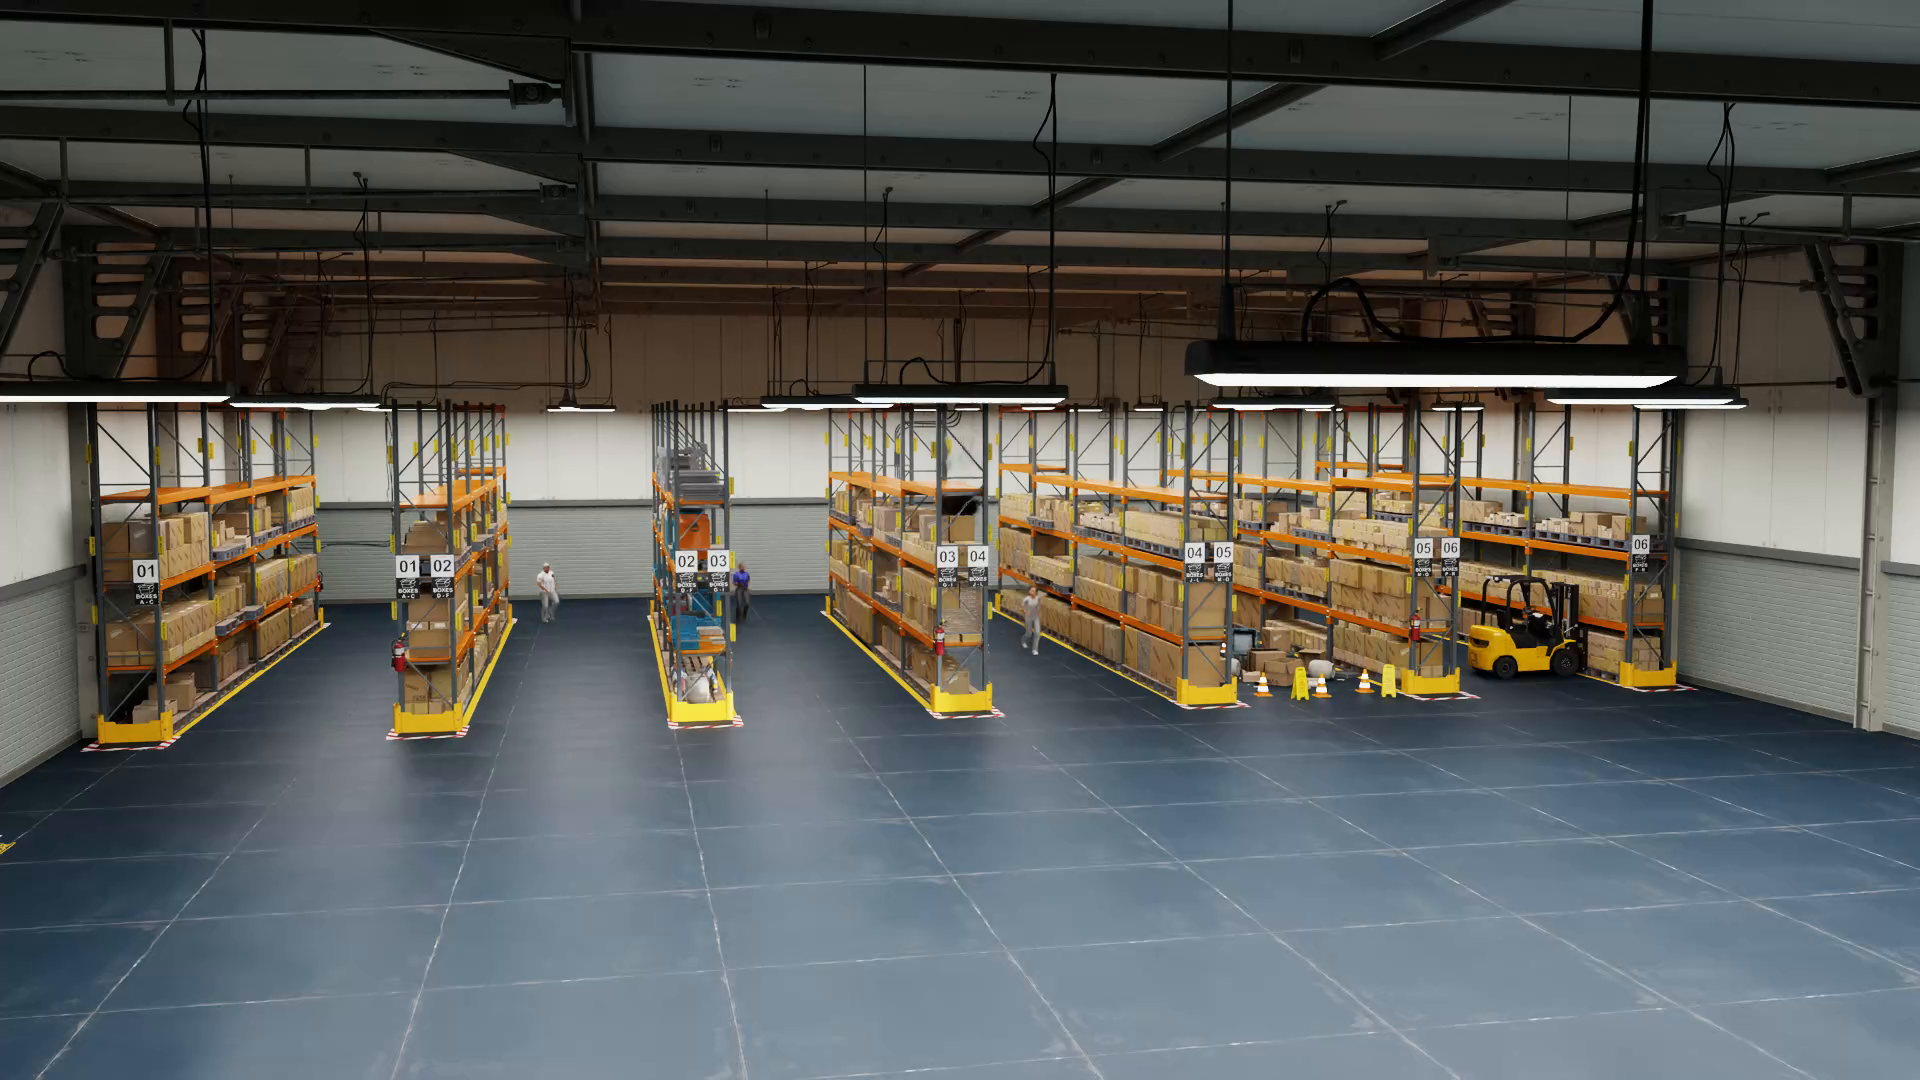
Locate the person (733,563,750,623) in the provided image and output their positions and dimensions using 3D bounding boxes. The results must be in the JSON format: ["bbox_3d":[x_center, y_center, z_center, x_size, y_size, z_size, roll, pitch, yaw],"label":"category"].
[{"bbox_3d":[-5.972,1.472,45.743,0.570,1.672,0.665,-2,5,-27],"label":"person"}]

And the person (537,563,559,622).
[{"bbox_3d":[-11.371,1.444,45.925,0.623,1.635,0.607,-4,6,-41],"label":"person"}]

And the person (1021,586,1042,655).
[{"bbox_3d":[1.707,1.900,39.825,0.553,1.647,0.875,-1,5,-17],"label":"person"}]
